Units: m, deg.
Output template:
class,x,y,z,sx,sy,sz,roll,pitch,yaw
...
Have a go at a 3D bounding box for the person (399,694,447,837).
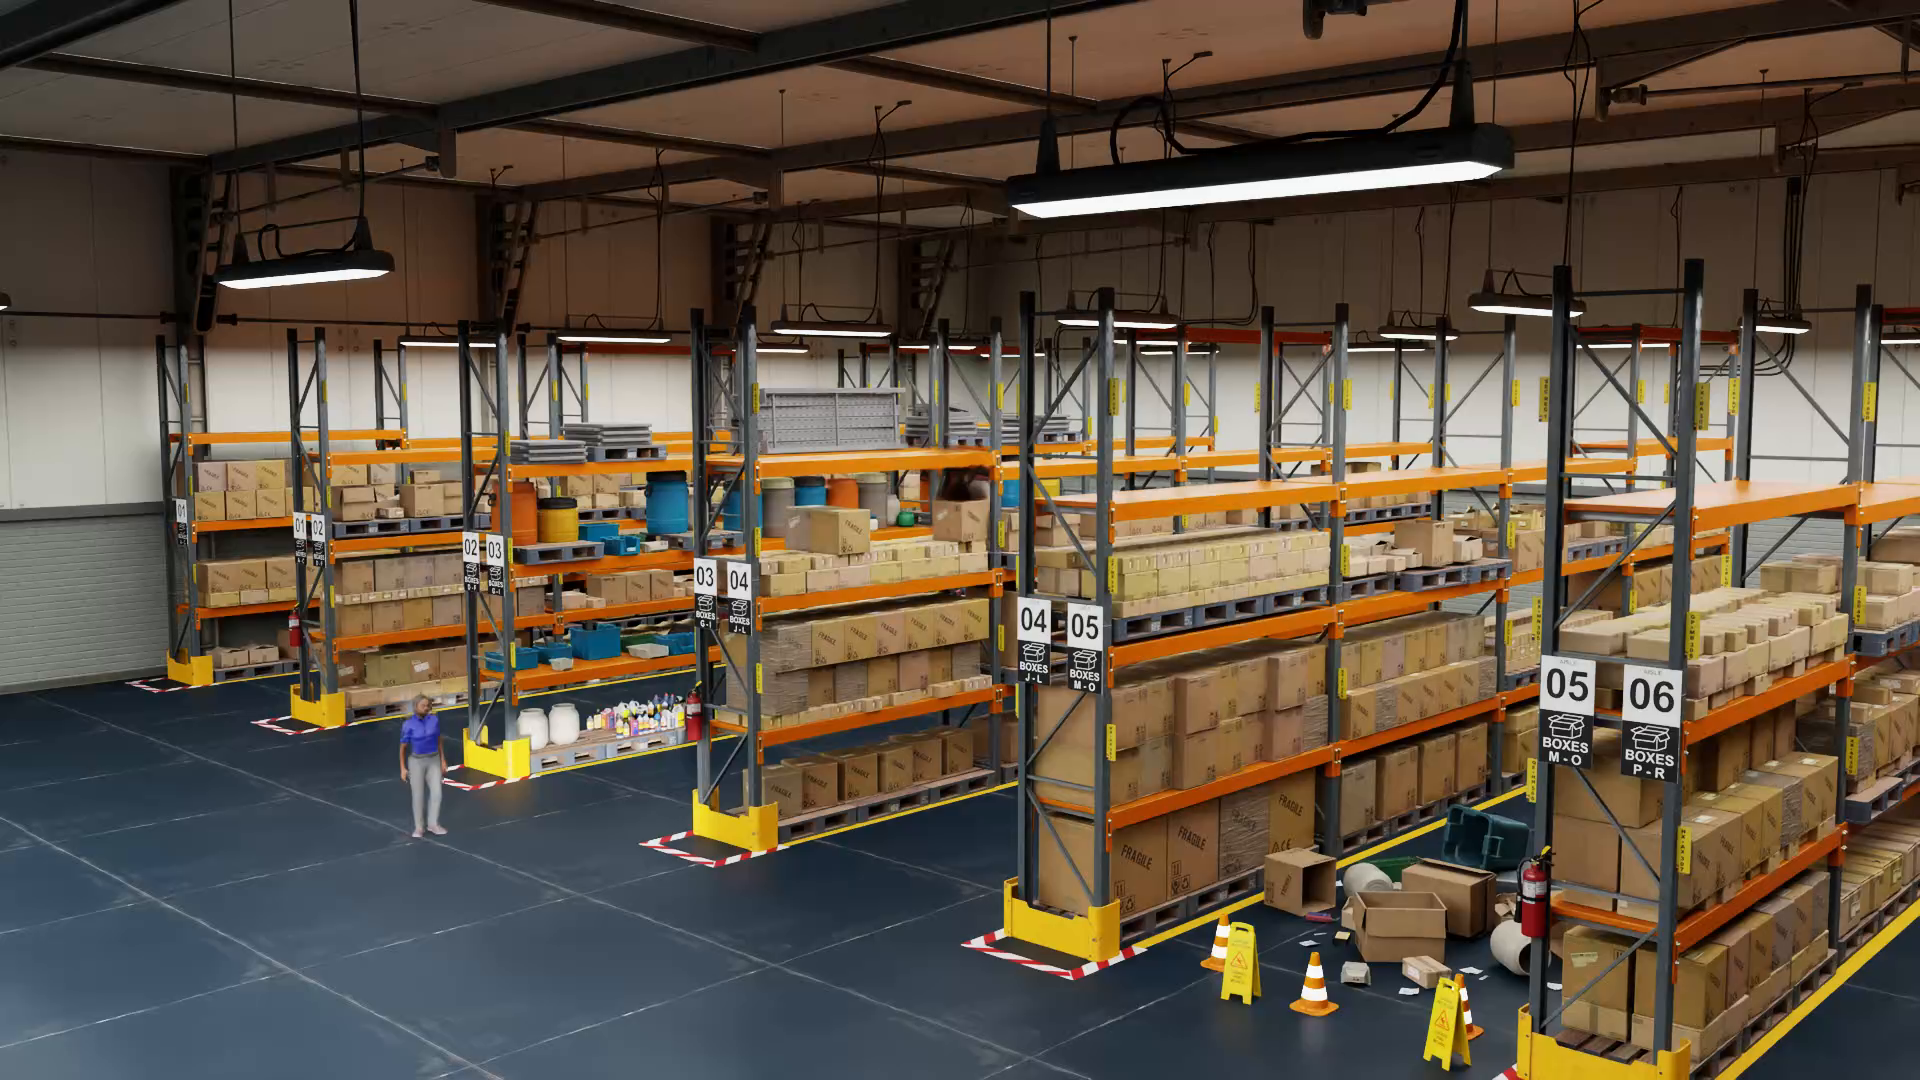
class,x,y,z,sx,sy,sz,roll,pitch,yaw
person,-6.119,2.565,18.995,0.555,1.658,0.358,-4,7,-39
